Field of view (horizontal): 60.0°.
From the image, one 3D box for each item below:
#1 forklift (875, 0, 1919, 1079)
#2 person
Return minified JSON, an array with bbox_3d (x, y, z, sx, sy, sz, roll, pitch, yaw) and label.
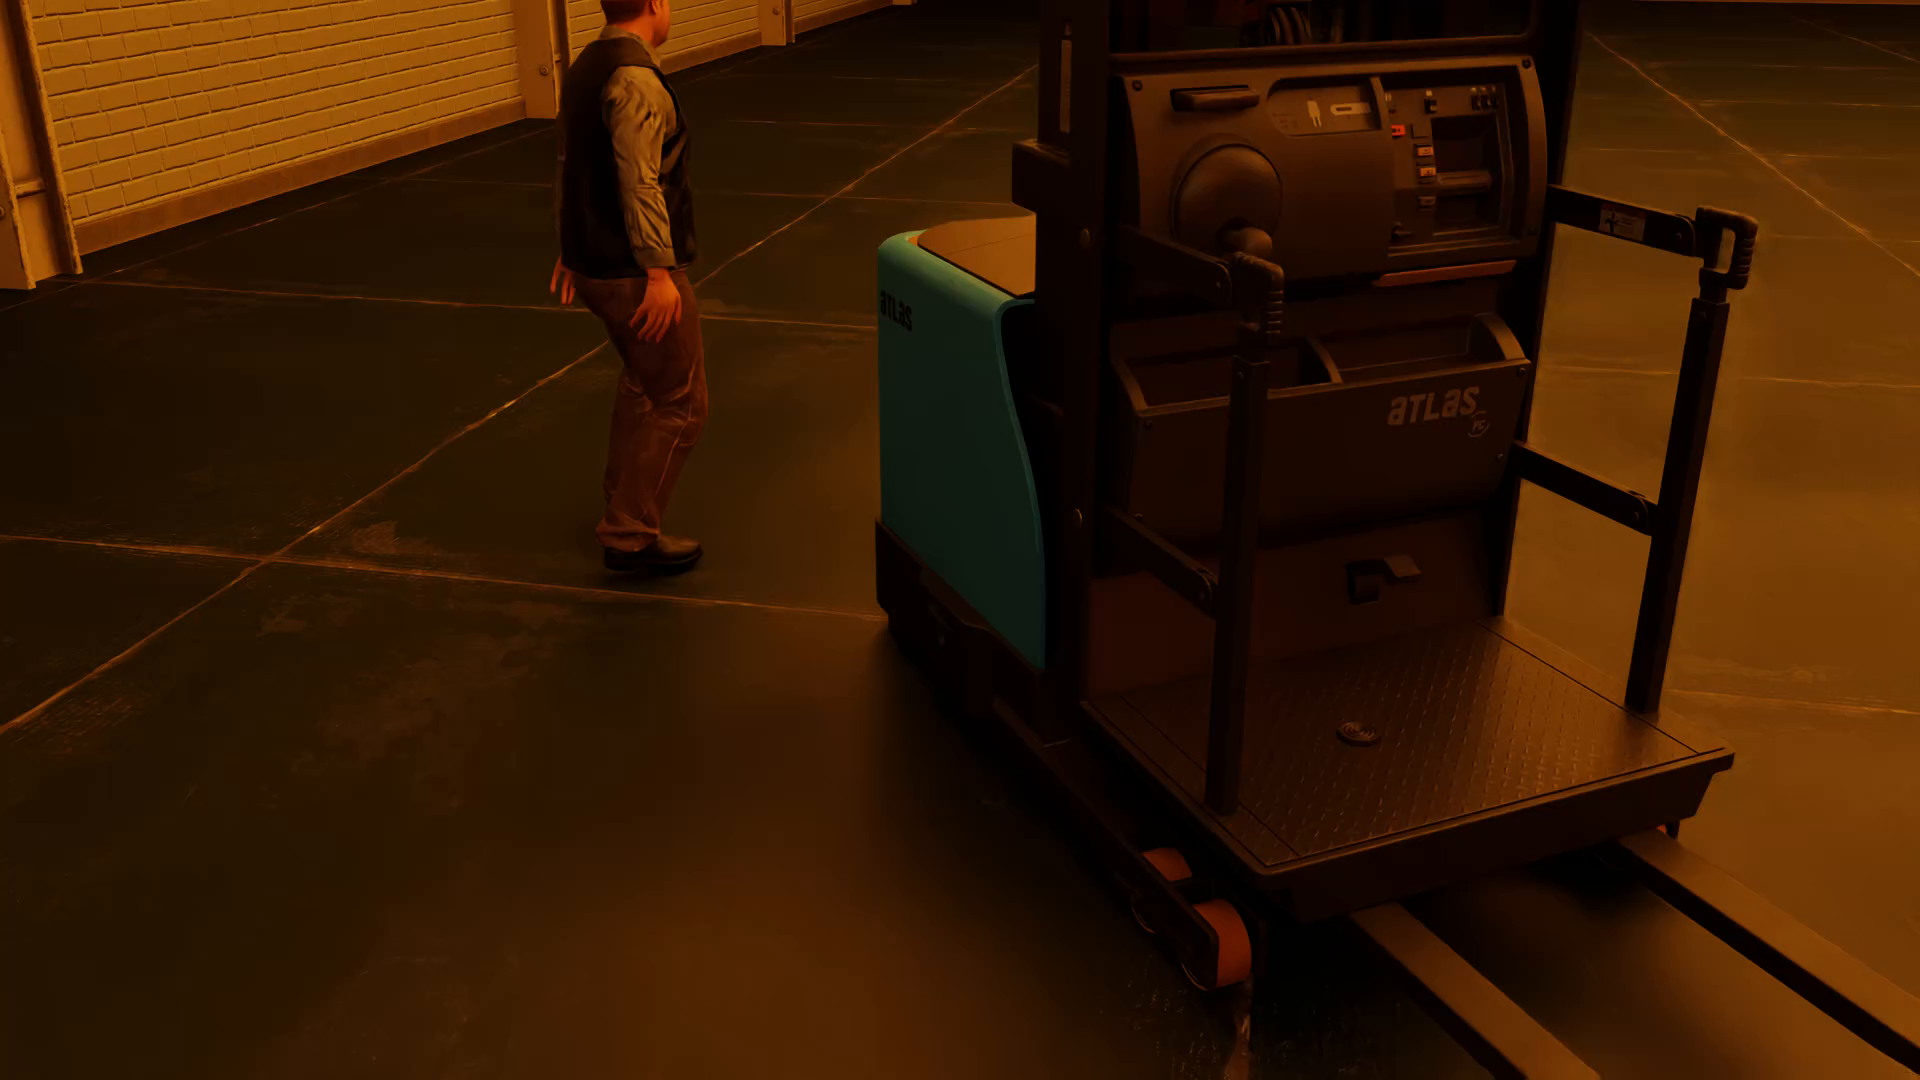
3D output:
[{"bbox_3d":[0.819,-0.704,2.993,1.130,2.935,3.031,-9,24,-21],"label":"forklift"},{"bbox_3d":[-0.947,-0.769,4.731,0.399,1.689,0.860,-12,25,-28],"label":"person"}]
